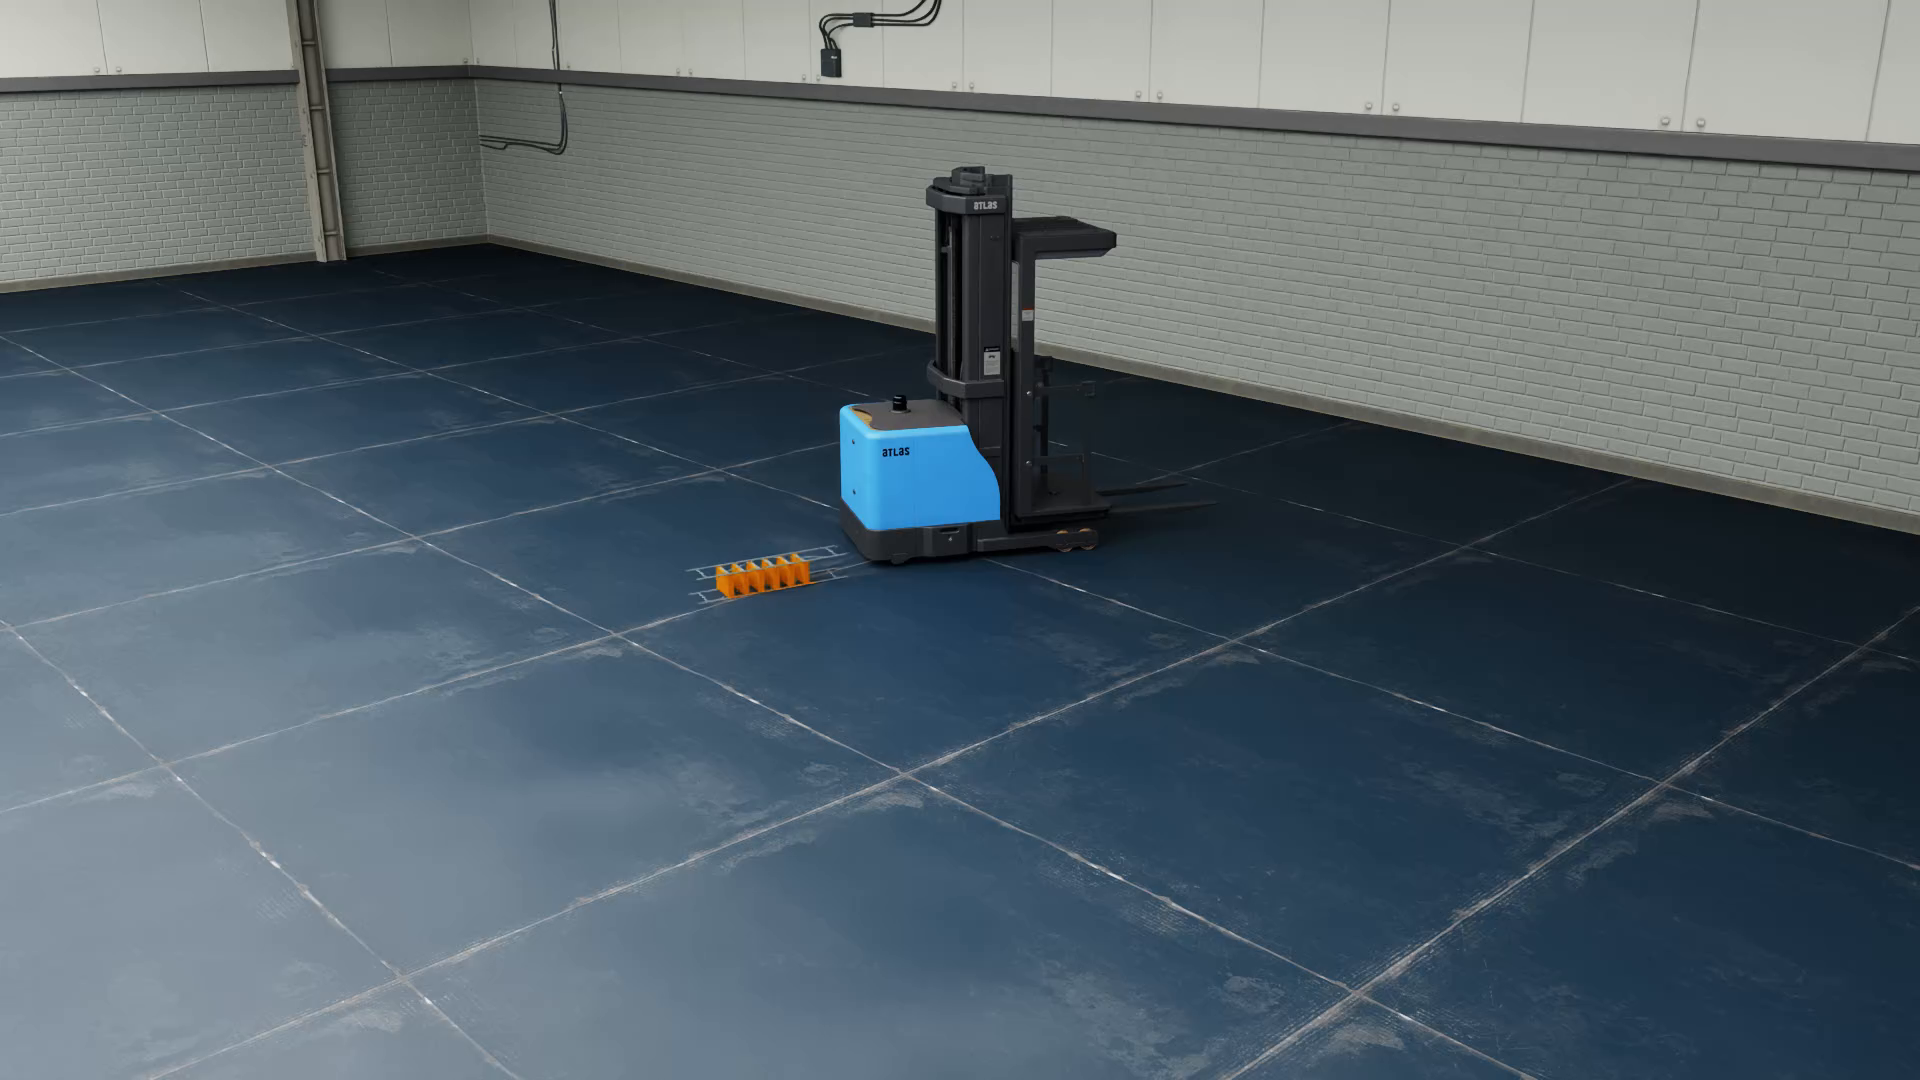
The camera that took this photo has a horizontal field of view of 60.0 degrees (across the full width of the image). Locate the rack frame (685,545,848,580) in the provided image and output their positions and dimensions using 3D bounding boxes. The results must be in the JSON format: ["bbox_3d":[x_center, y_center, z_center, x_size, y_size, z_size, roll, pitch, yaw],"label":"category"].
[{"bbox_3d":[-1.432,0.166,12.357,1.200,0.006,0.240,-10,20,-27],"label":"rack frame"}]

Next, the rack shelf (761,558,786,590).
[{"bbox_3d":[-1.392,0.247,12.405,0.103,0.180,0.258,-10,20,-27],"label":"rack shelf"}]

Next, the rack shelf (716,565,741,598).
[{"bbox_3d":[-1.709,0.301,12.244,0.103,0.180,0.258,-10,20,-27],"label":"rack shelf"}]

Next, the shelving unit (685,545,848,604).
[{"bbox_3d":[-1.431,0.253,12.385,1.200,0.189,0.258,-10,20,-27],"label":"shelving unit"}]

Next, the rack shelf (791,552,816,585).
[{"bbox_3d":[-1.181,0.210,12.513,0.103,0.180,0.258,-10,20,-27],"label":"rack shelf"}]

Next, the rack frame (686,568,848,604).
[{"bbox_3d":[-1.431,0.340,12.414,1.200,0.006,0.240,-10,20,-27],"label":"rack frame"}]

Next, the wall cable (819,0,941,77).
[{"bbox_3d":[-1.043,-8.820,20.583,0.169,6.003,2.305,-16,24,-41],"label":"wall cable"}]

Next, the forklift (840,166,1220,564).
[{"bbox_3d":[0.597,-1.450,13.205,3.031,2.935,1.130,-5,19,-16],"label":"forklift"}]

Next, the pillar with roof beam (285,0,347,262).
[{"bbox_3d":[-7.646,-8.040,23.693,0.400,9.000,9.100,-16,24,-41],"label":"pillar with roof beam"}]

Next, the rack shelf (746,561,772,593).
[{"bbox_3d":[-1.498,0.265,12.351,0.103,0.180,0.258,-10,20,-27],"label":"rack shelf"}]

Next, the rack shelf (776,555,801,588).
[{"bbox_3d":[-1.286,0.228,12.459,0.103,0.180,0.258,-10,20,-27],"label":"rack shelf"}]

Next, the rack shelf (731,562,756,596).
[{"bbox_3d":[-1.603,0.283,12.298,0.103,0.180,0.258,-10,20,-27],"label":"rack shelf"}]

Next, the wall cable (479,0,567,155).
[{"bbox_3d":[-7.554,-7.856,28.159,0.112,2.526,3.097,-16,24,-41],"label":"wall cable"}]
